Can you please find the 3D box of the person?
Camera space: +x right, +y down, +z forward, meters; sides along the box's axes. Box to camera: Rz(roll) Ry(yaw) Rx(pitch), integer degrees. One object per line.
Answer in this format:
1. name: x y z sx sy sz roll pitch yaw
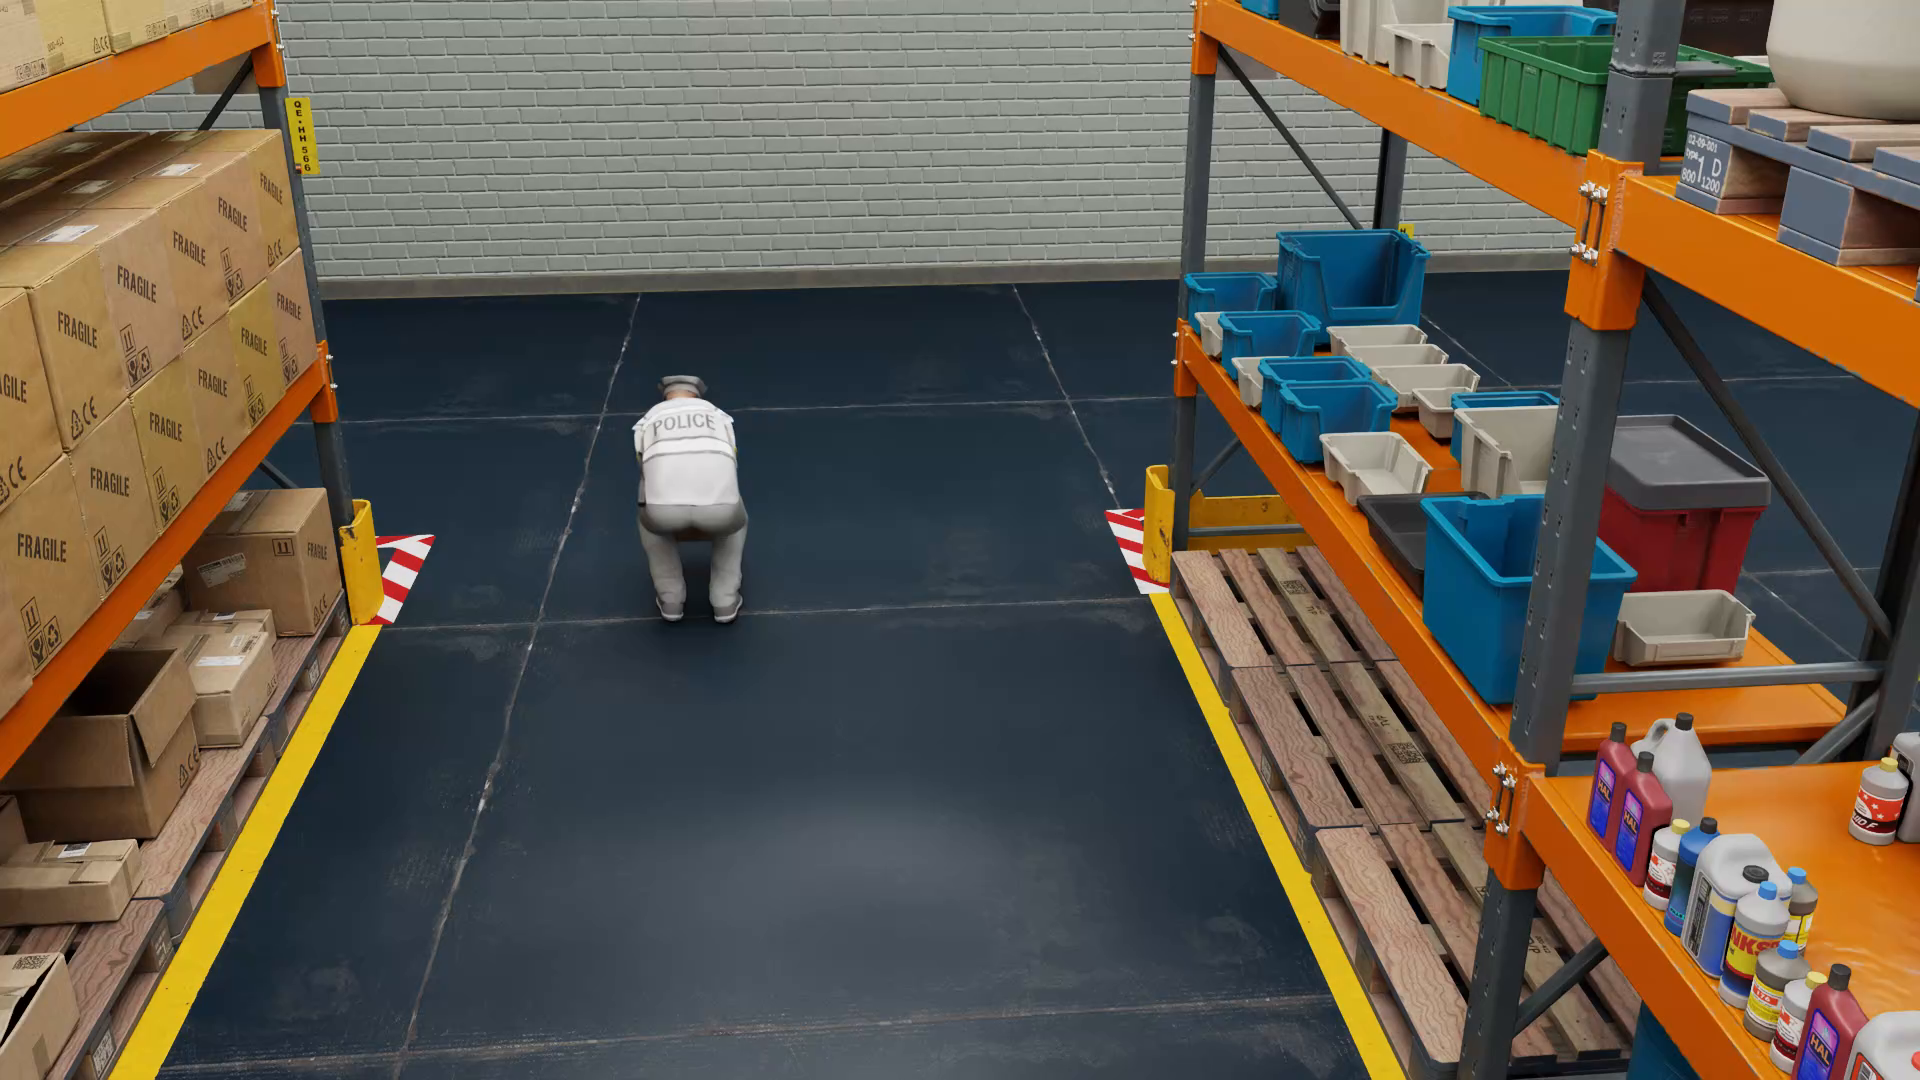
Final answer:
1. person: -1.281 -0.188 7.942 0.529 1.021 1.014 -3 24 -7
